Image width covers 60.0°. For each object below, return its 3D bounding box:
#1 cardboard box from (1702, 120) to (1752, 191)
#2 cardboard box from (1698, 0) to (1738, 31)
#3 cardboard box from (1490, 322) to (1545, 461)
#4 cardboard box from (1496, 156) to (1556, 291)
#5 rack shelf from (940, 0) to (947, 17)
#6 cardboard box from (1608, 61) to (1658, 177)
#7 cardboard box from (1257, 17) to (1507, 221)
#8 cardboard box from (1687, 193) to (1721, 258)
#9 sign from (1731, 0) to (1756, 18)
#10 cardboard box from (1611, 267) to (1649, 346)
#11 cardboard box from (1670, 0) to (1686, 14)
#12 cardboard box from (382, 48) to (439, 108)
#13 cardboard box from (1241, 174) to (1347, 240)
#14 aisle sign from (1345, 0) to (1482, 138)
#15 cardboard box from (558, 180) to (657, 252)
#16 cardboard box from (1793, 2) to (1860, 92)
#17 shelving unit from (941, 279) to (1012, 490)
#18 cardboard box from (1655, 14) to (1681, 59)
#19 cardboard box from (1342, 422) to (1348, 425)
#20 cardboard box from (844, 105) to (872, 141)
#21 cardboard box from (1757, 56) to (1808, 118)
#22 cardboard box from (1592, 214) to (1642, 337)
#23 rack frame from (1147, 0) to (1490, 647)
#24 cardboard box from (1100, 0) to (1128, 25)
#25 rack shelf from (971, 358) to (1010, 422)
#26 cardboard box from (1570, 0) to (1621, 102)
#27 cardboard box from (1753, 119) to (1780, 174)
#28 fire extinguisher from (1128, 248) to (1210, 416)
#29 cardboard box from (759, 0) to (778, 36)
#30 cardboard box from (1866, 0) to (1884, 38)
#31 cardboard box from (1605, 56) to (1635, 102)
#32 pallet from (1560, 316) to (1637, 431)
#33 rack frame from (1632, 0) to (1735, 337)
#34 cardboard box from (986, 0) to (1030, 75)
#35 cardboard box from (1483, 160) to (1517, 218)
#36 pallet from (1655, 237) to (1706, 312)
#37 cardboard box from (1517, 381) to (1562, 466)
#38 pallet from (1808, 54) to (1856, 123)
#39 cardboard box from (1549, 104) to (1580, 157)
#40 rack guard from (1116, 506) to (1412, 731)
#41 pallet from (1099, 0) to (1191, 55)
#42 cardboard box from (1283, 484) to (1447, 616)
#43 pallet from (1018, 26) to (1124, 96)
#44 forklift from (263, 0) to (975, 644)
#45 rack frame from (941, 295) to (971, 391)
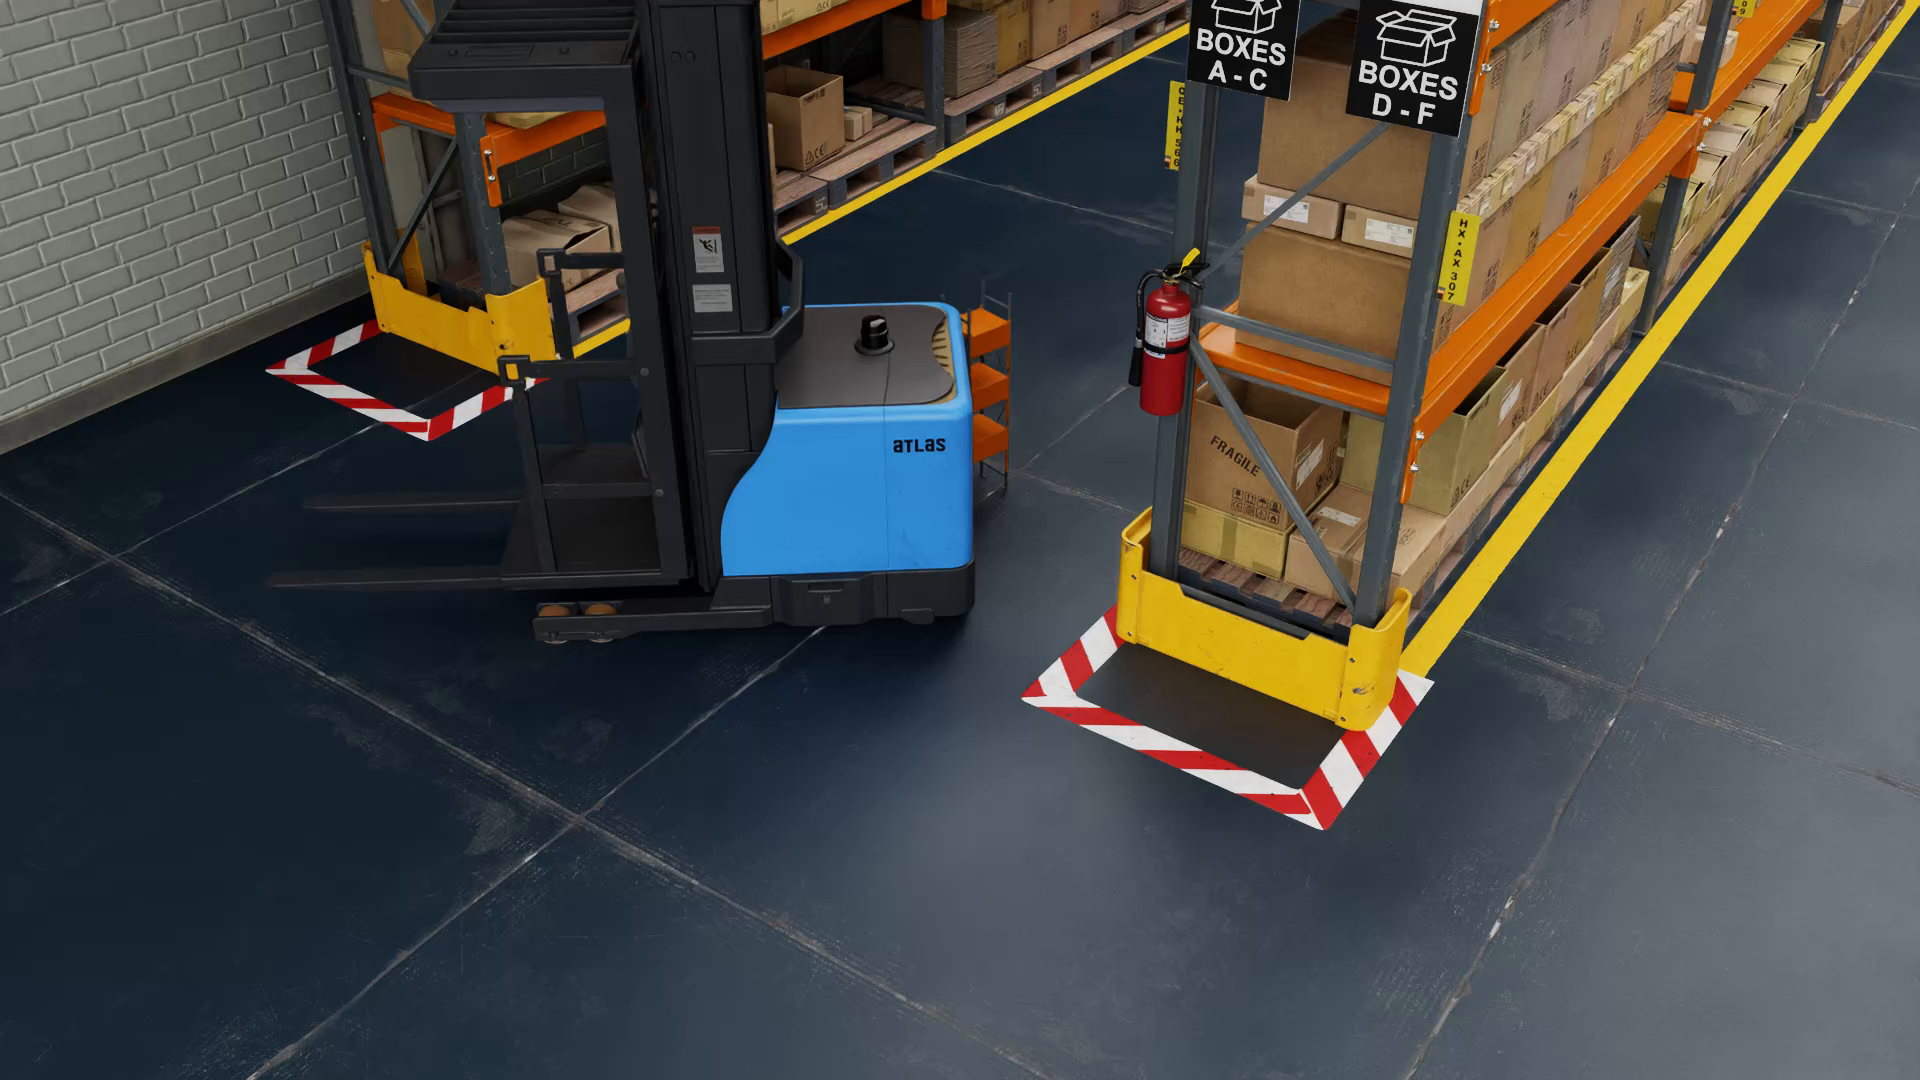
[{"bbox_3d":[4.542,-2.428,10.242,0.500,0.311,0.500,20,39,27],"label":"cardboard box"},{"bbox_3d":[4.269,-3.215,9.737,0.500,0.500,0.500,24,41,31],"label":"cardboard box"},{"bbox_3d":[2.283,-0.728,7.560,0.500,0.500,0.500,21,39,28],"label":"cardboard box"},{"bbox_3d":[2.097,-1.464,7.148,0.700,0.500,0.500,22,40,28],"label":"cardboard box"},{"bbox_3d":[0.586,-4.786,12.792,1.077,0.370,4.000,21,39,28],"label":"rack shelf"},{"bbox_3d":[2.974,-2.173,8.197,0.700,0.500,0.500,21,39,28],"label":"cardboard box"},{"bbox_3d":[1.544,-1.556,6.126,0.700,0.500,0.500,21,40,28],"label":"cardboard box"},{"bbox_3d":[4.244,-1.959,10.049,0.500,0.250,0.500,22,40,29],"label":"cardboard box"},{"bbox_3d":[3.974,-2.798,8.366,0.100,0.325,0.005,21,39,28],"label":"sign"},{"bbox_3d":[3.433,-1.335,9.126,0.500,0.250,0.500,21,39,28],"label":"cardboard box"},{"bbox_3d":[3.270,-2.956,8.196,0.700,0.500,0.500,21,40,28],"label":"cardboard box"},{"bbox_3d":[-2.728,-2.546,8.953,0.500,0.250,0.500,22,40,29],"label":"cardboard box"},{"bbox_3d":[1.298,-1.289,6.310,0.380,0.149,0.250,21,39,27],"label":"cardboard box"},{"bbox_3d":[1.451,-1.691,5.252,0.394,0.787,0.004,21,39,28],"label":"aisle sign"},{"bbox_3d":[-2.041,-1.943,9.953,0.500,0.311,0.500,25,41,32],"label":"cardboard box"},{"bbox_3d":[6.292,-3.689,12.366,0.500,0.500,0.500,23,40,30],"label":"cardboard box"},{"bbox_3d":[0.074,-0.676,7.813,0.252,1.050,0.215,-26,42,-33],"label":"shelving unit"},{"bbox_3d":[3.249,-2.465,8.049,0.380,0.149,0.250,20,39,27],"label":"cardboard box"},{"bbox_3d":[1.859,-0.583,8.014,0.500,0.250,0.500,21,39,28],"label":"cardboard box"},{"bbox_3d":[-0.835,-2.916,11.521,0.380,0.166,0.250,16,37,22],"label":"cardboard box"},{"bbox_3d":[5.411,-3.130,11.280,0.500,0.311,0.500,21,39,28],"label":"cardboard box"},{"bbox_3d":[3.138,-1.419,8.581,0.500,0.500,0.500,21,39,28],"label":"cardboard box"},{"bbox_3d":[1.237,-0.742,6.170,1.000,3.000,0.127,21,39,28],"label":"rack frame"},{"bbox_3d":[0.970,-4.603,13.718,0.700,0.500,0.500,21,39,28],"label":"cardboard box"},{"bbox_3d":[0.074,-0.667,7.819,0.240,0.259,0.215,-26,42,-33],"label":"rack shelf"},{"bbox_3d":[2.411,-2.263,7.171,0.700,0.500,0.500,21,39,28],"label":"cardboard box"},{"bbox_3d":[5.118,-2.670,11.100,0.500,0.250,0.500,22,40,29],"label":"cardboard box"},{"bbox_3d":[0.788,-0.804,6.331,0.296,0.674,0.183,21,39,28],"label":"fire extinguisher"},{"bbox_3d":[-1.426,-3.100,9.773,0.500,0.250,0.500,22,40,29],"label":"cardboard box"},{"bbox_3d":[7.170,-4.403,13.421,0.500,0.500,0.500,20,39,27],"label":"cardboard box"},{"bbox_3d":[2.813,-2.116,7.533,0.380,0.149,0.250,22,40,29],"label":"cardboard box"},{"bbox_3d":[3.030,-1.075,9.152,1.003,0.211,1.213,21,39,28],"label":"pallet"},{"bbox_3d":[3.517,-2.583,8.892,1.000,3.000,0.127,21,39,28],"label":"rack frame"},{"bbox_3d":[0.105,-3.908,12.690,0.700,0.500,0.500,20,39,27],"label":"cardboard box"},{"bbox_3d":[1.929,-1.401,6.476,0.380,0.149,0.250,21,40,28],"label":"cardboard box"},{"bbox_3d":[3.905,-1.779,10.193,1.003,0.211,1.213,21,39,28],"label":"pallet"},{"bbox_3d":[2.582,-0.643,8.102,0.500,0.250,0.500,21,39,28],"label":"cardboard box"},{"bbox_3d":[6.255,-3.600,12.885,1.003,0.211,1.213,21,39,28],"label":"pallet"},{"bbox_3d":[2.370,-1.757,7.003,0.380,0.149,0.250,21,39,28],"label":"cardboard box"},{"bbox_3d":[1.223,0.304,6.854,1.175,0.500,0.348,21,39,28],"label":"rack guard"},{"bbox_3d":[1.280,-4.490,14.201,1.003,0.211,1.213,21,39,28],"label":"pallet"},{"bbox_3d":[1.725,0.047,7.082,0.500,0.250,0.500,21,39,28],"label":"cardboard box"},{"bbox_3d":[0.584,-3.931,13.374,1.003,0.211,1.213,21,39,28],"label":"pallet"},{"bbox_3d":[-1.473,-1.075,6.724,3.031,2.935,1.130,-2,34,-3],"label":"forklift"},{"bbox_3d":[-0.019,-0.632,7.747,0.008,1.050,0.200,-26,42,-33],"label":"rack frame"}]
